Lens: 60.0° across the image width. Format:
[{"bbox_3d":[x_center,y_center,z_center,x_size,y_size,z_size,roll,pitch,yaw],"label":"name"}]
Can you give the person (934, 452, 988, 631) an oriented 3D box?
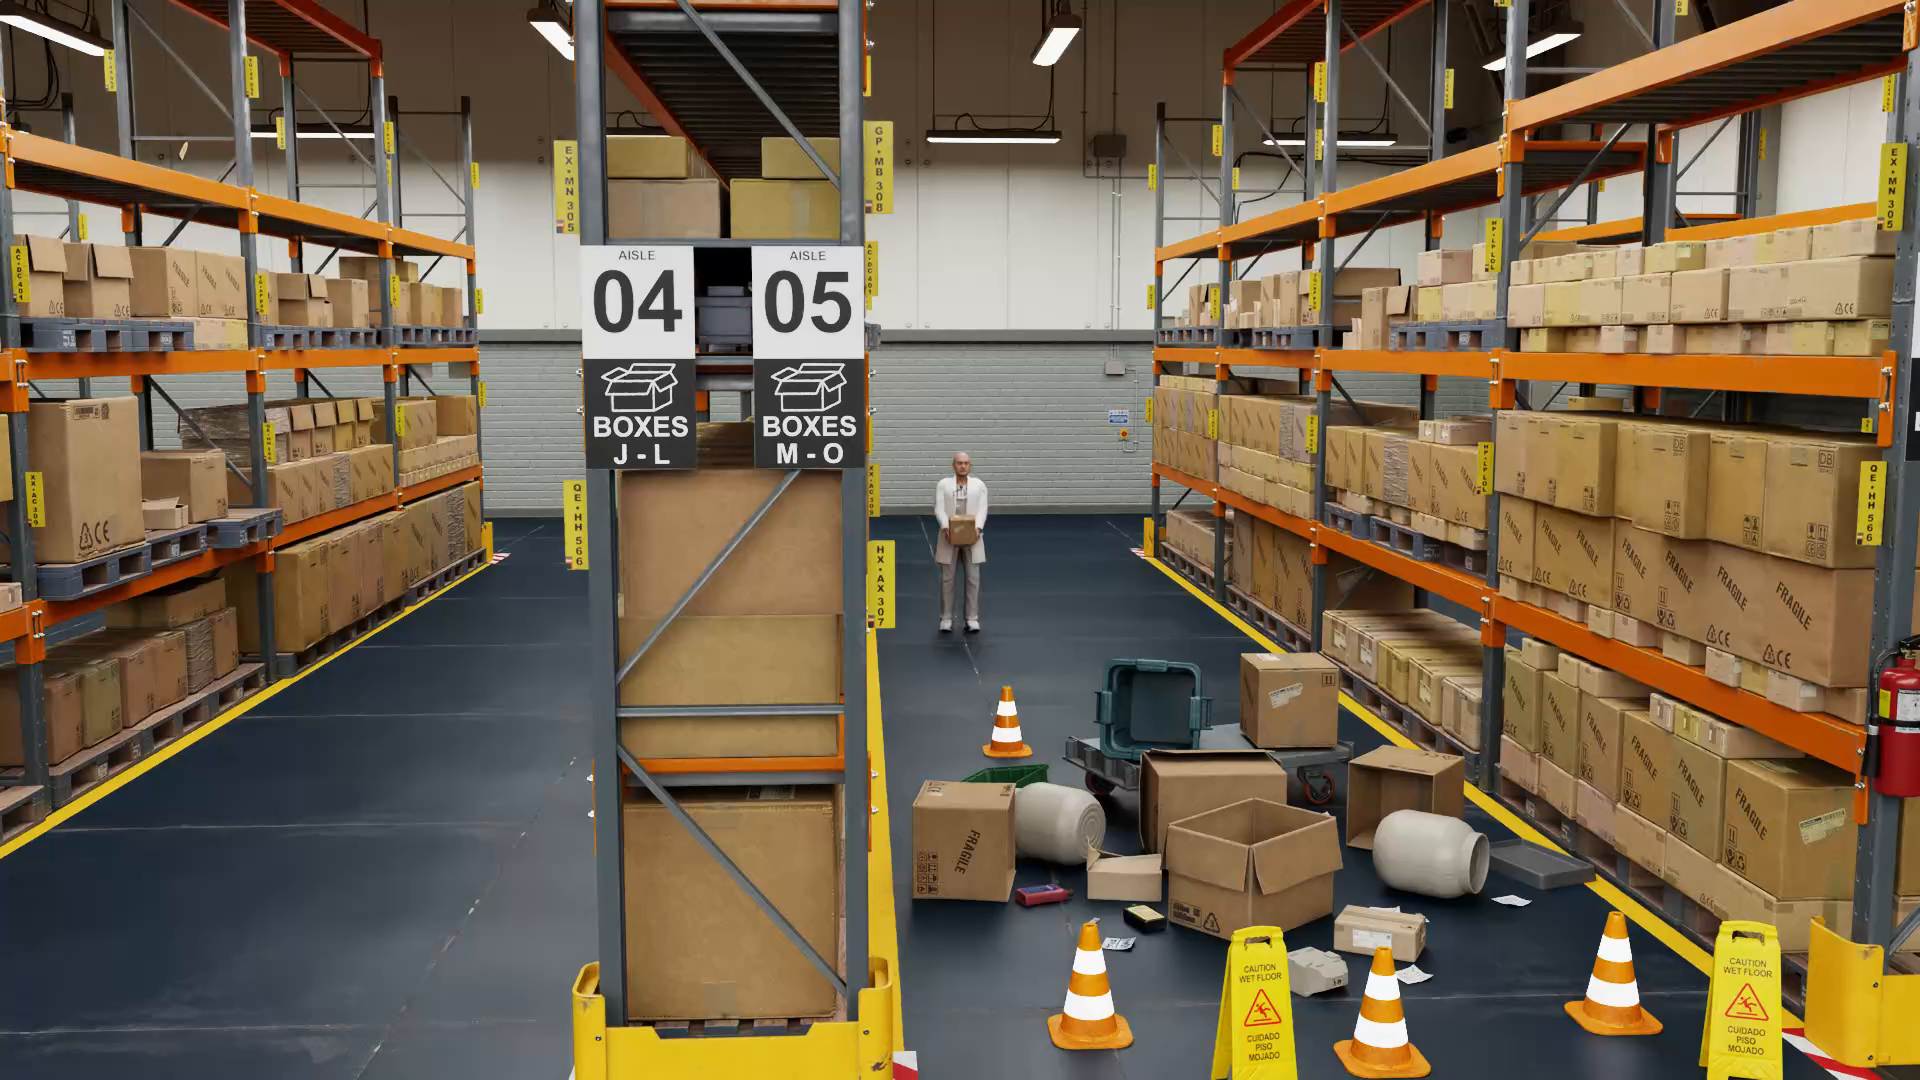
[{"bbox_3d":[0.014,0.020,16.600,0.548,1.780,0.535,0,7,-4],"label":"person"}]
